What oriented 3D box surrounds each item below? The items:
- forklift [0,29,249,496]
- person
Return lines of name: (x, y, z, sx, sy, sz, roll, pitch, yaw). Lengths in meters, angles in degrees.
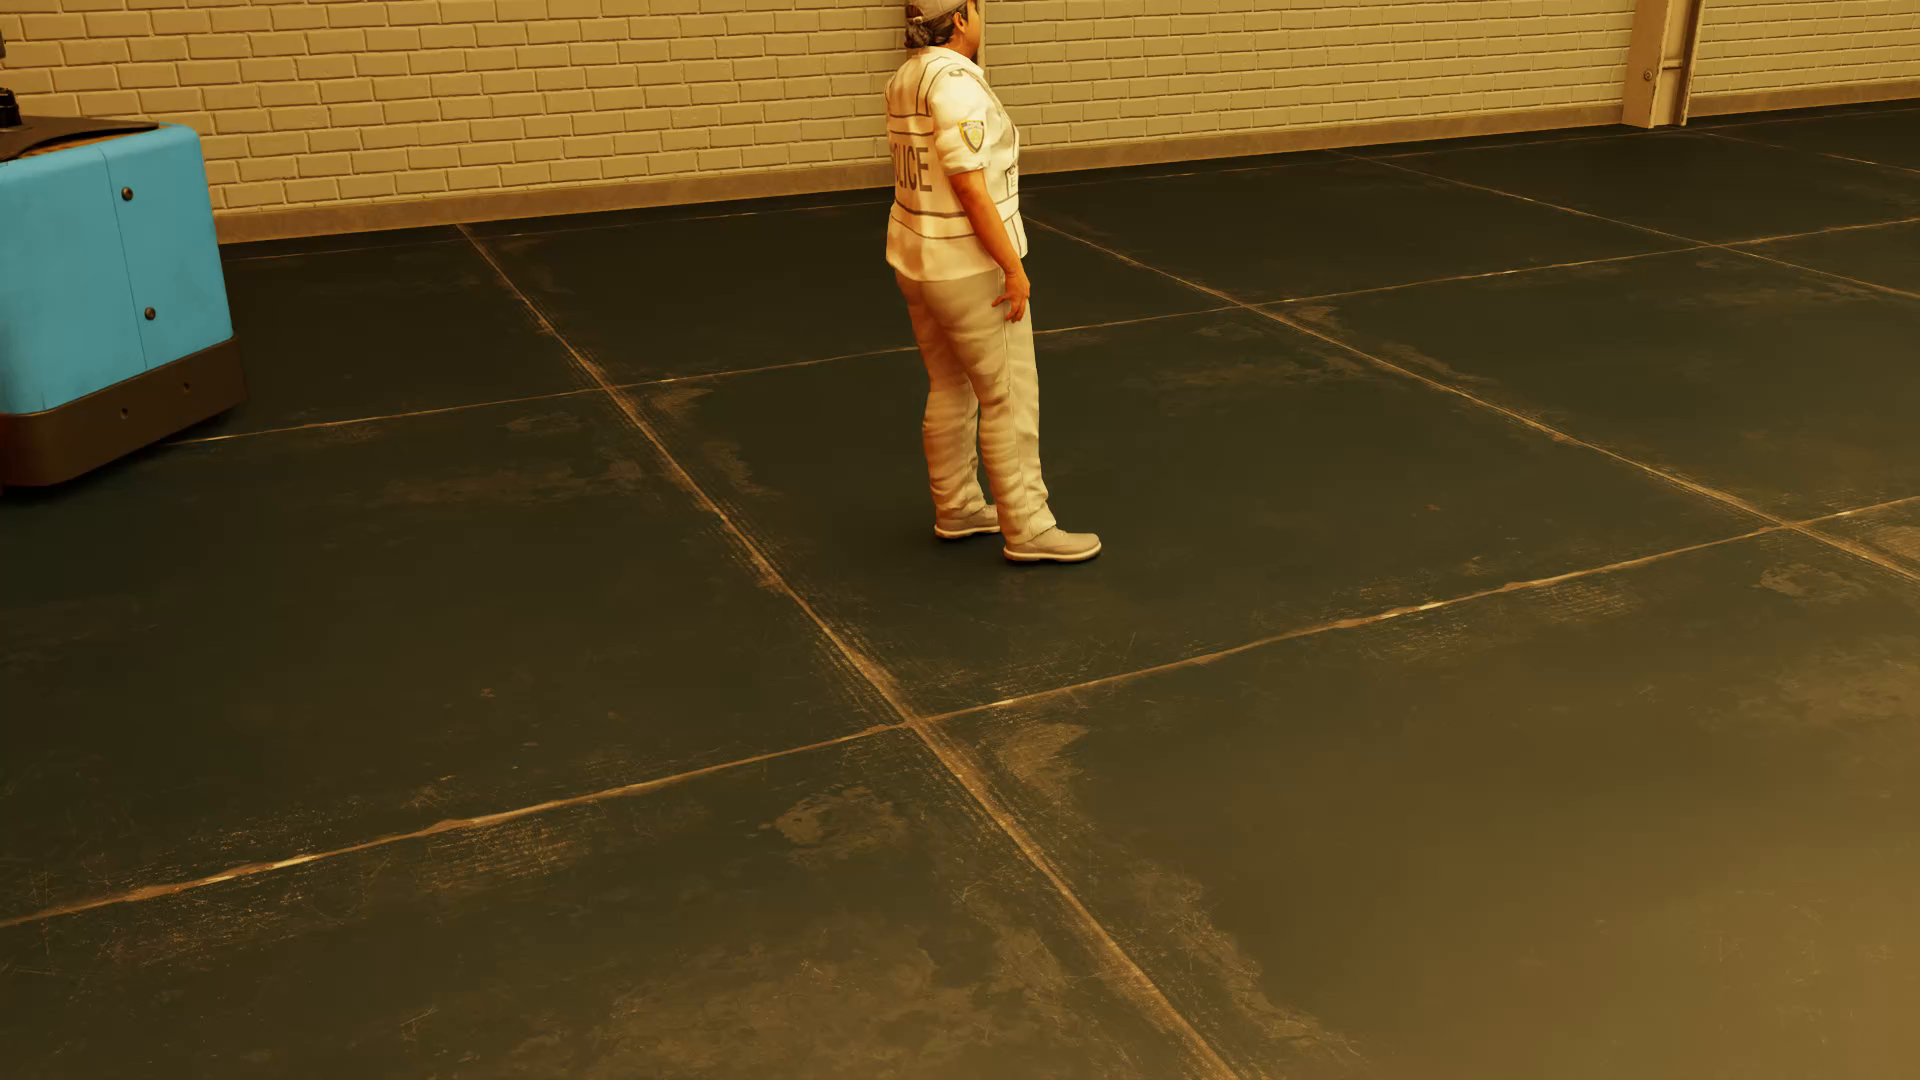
forklift: (-4.219, -1.800, 5.619, 3.031, 2.935, 1.130, 6, 23, 15)
person: (0.079, -0.781, 4.795, 0.529, 1.670, 0.599, -10, 25, -23)
